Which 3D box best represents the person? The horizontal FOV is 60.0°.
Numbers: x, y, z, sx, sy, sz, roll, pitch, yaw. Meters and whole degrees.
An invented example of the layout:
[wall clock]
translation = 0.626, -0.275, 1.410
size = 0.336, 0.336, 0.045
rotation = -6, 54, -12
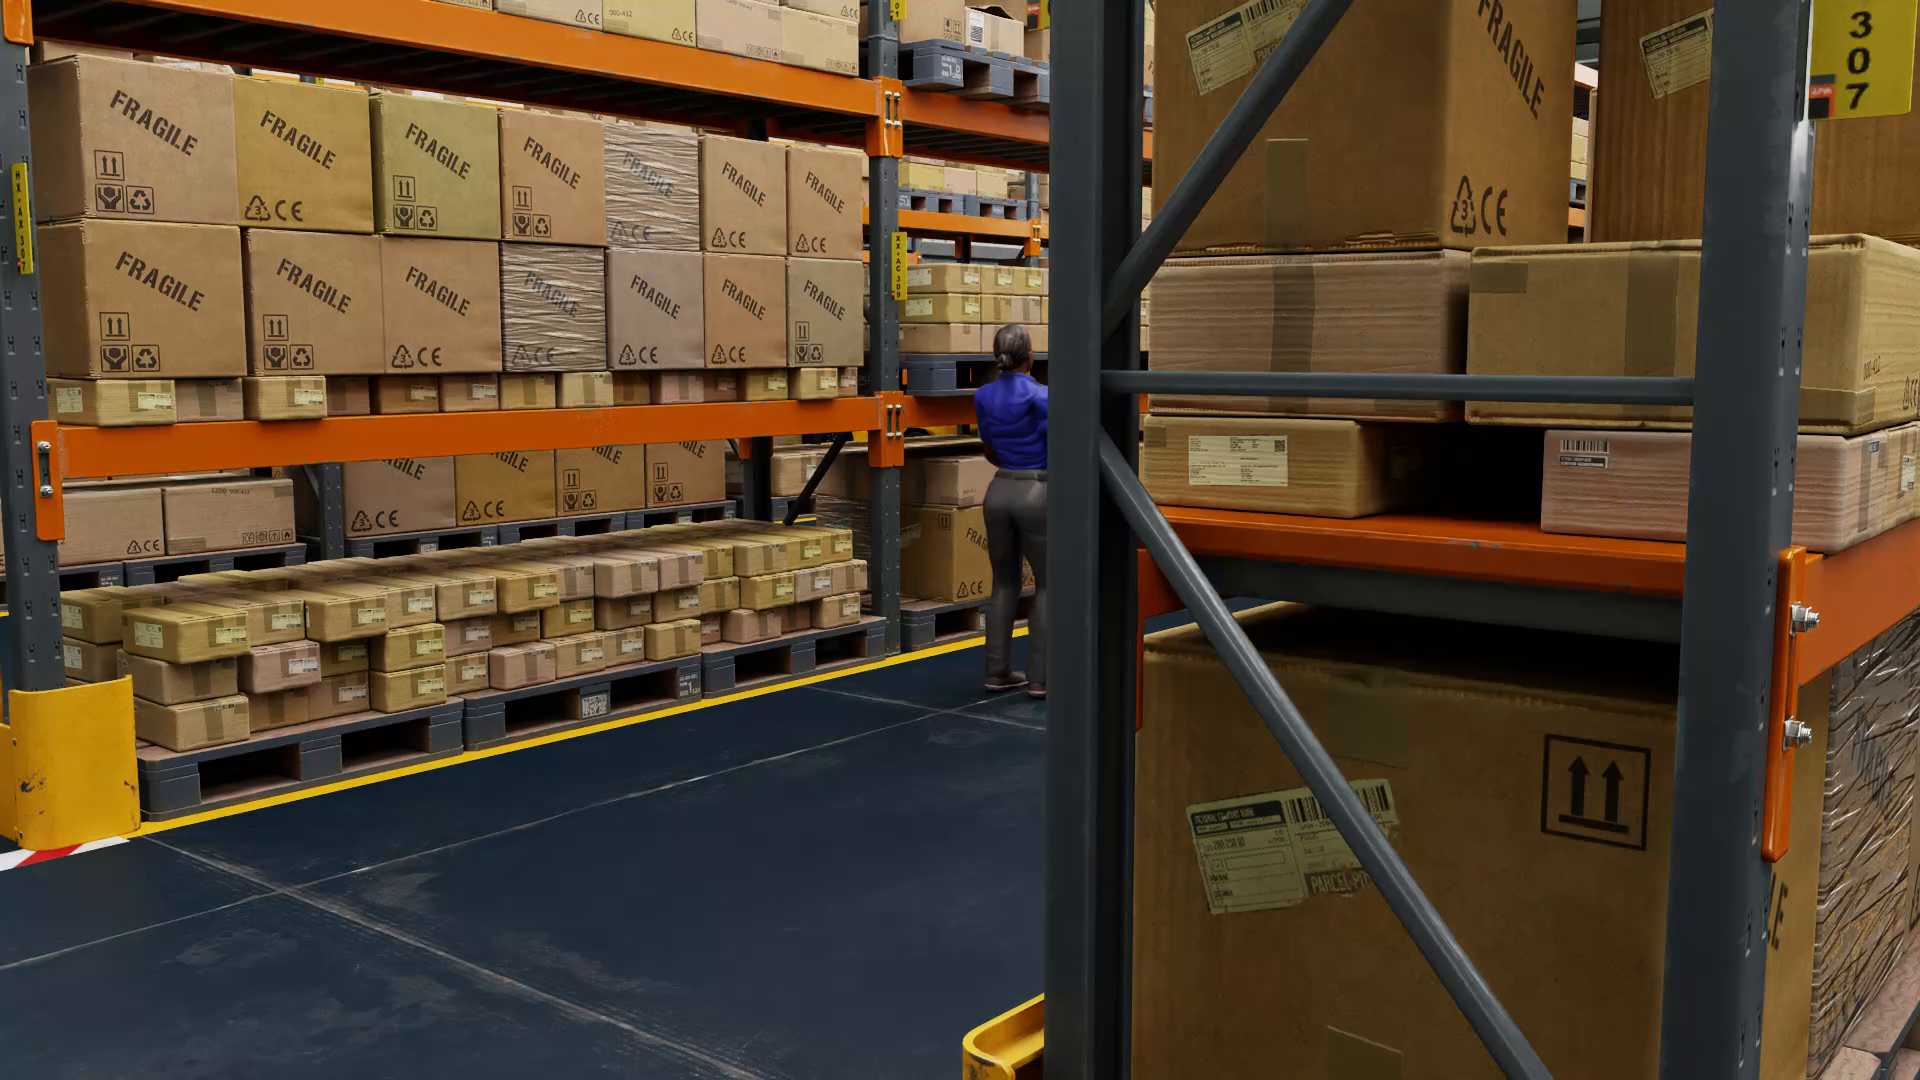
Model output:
[person]
translation = 0.332, -0.139, 7.466
size = 0.449, 1.646, 0.519
rotation = 5, 8, 36
